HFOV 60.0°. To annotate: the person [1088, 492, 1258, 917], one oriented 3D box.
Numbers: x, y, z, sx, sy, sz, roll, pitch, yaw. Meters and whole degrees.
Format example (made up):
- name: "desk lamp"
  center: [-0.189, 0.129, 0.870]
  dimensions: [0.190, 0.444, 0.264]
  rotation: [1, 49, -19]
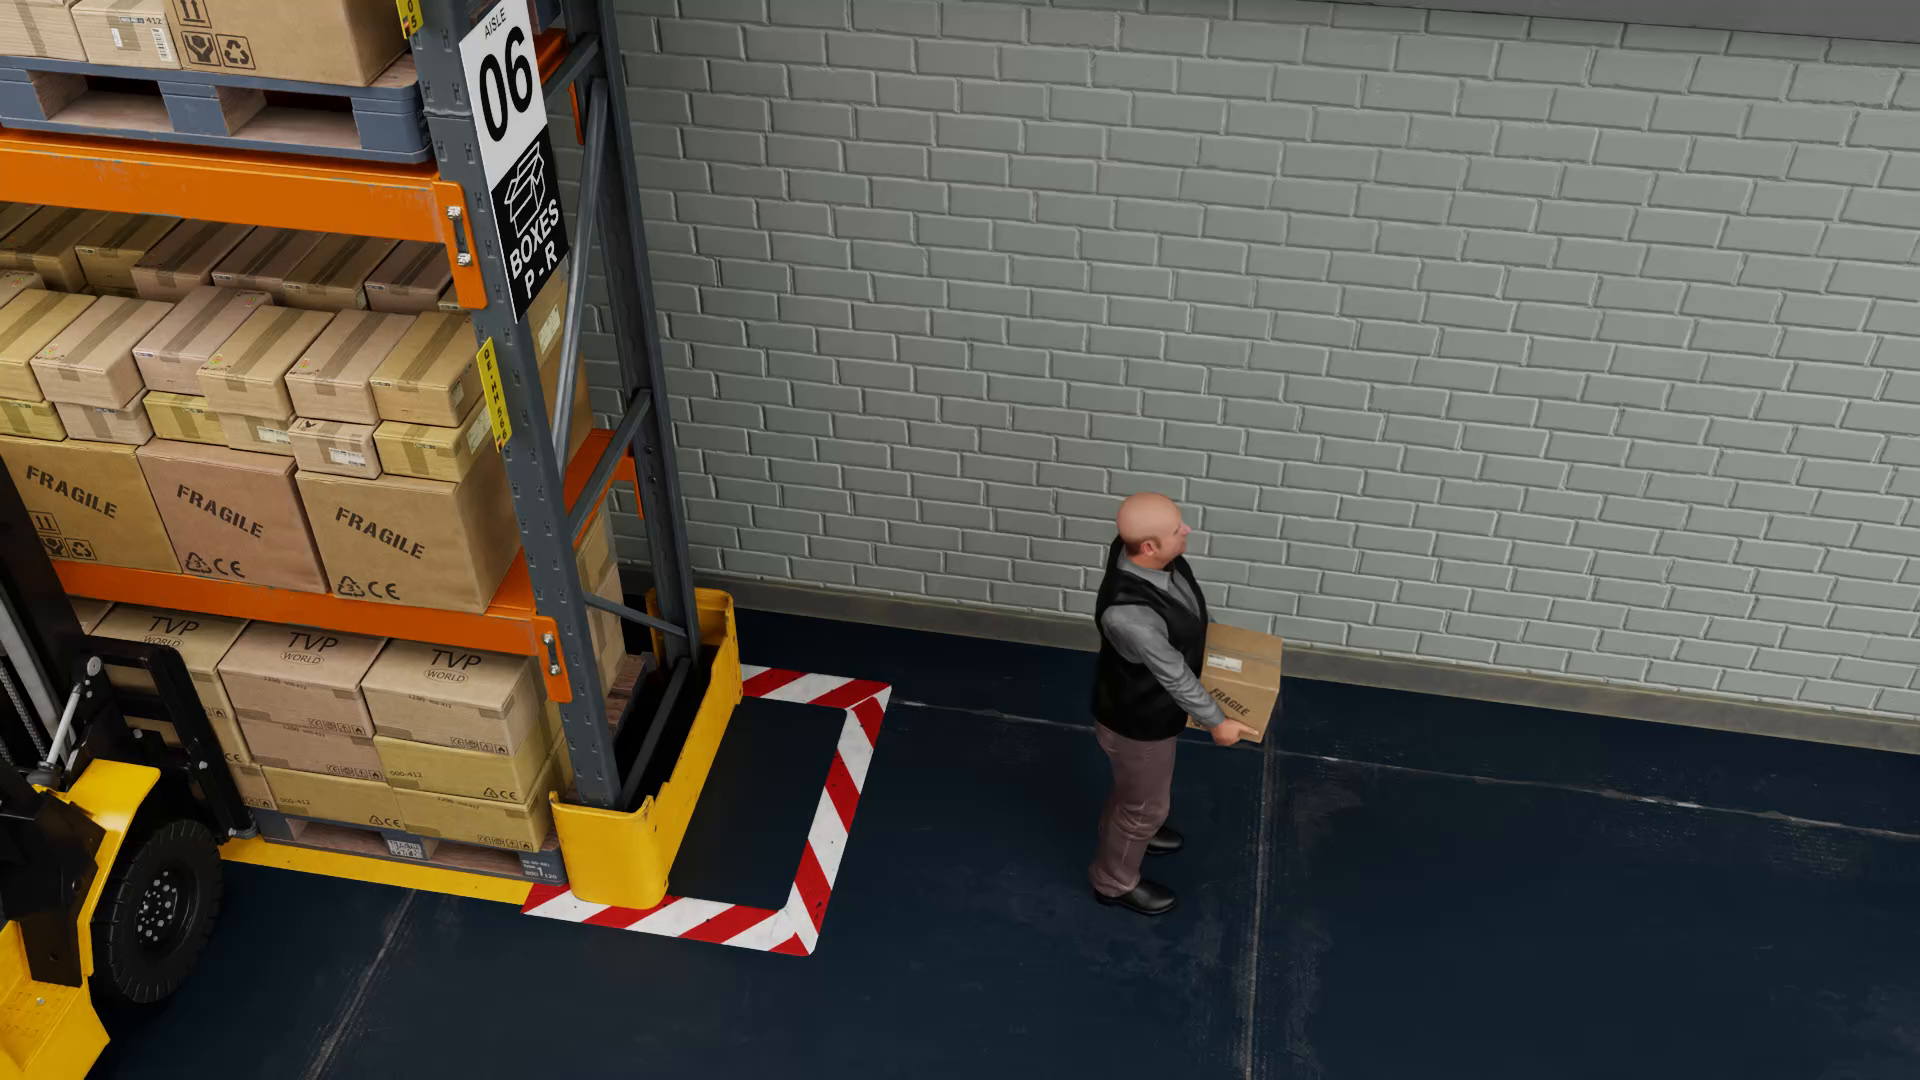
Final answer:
- name: "person"
  center: [0.714, 0.548, 5.535]
  dimensions: [0.554, 1.714, 0.494]
  rotation: [7, 41, 8]
